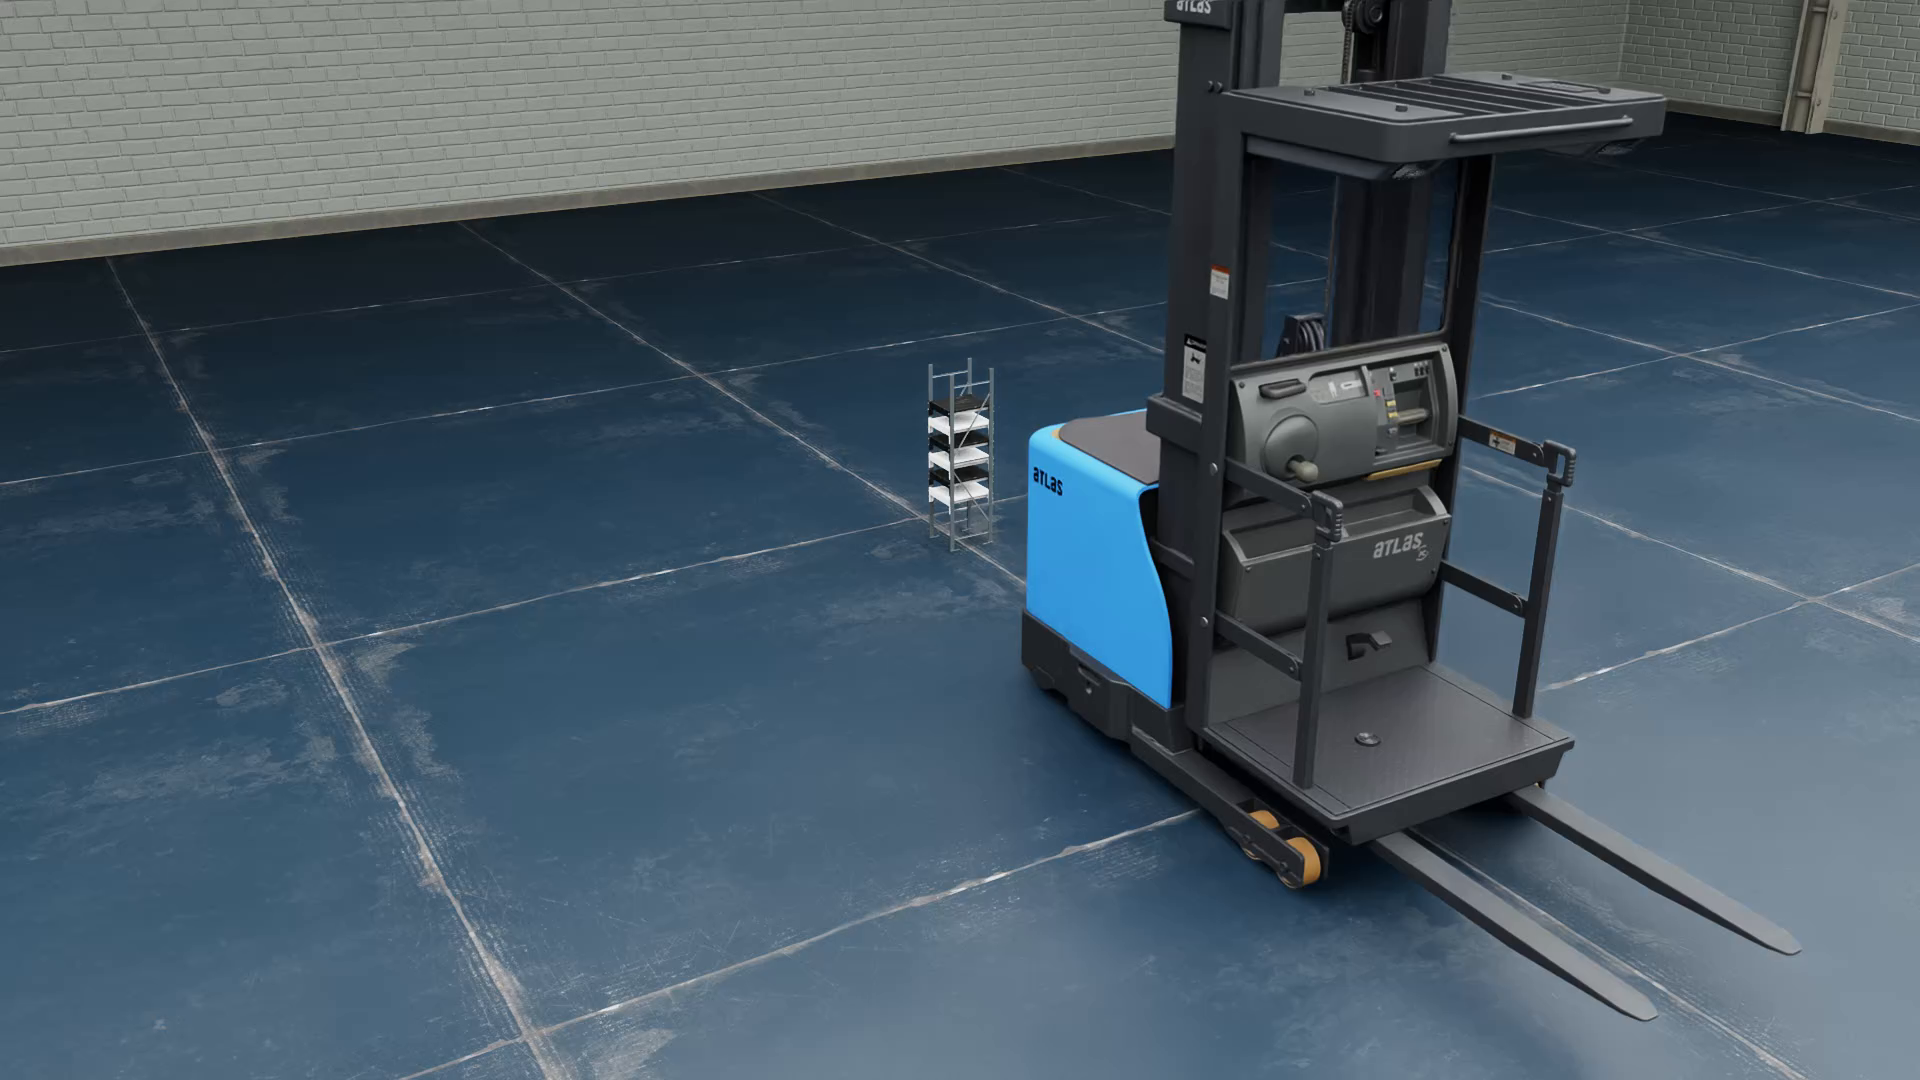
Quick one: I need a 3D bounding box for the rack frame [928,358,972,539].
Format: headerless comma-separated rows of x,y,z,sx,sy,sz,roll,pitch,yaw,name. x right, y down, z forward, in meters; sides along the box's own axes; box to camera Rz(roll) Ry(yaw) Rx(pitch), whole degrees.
-0.048,-0.447,8.217,0.240,0.900,0.006,-13,25,-28,rack frame

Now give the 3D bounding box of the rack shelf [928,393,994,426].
0.004,-0.633,8.046,0.258,0.077,0.200,-13,25,-28,rack shelf

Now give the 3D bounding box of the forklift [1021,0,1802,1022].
1.412,-0.405,5.416,1.130,2.935,3.031,-12,25,-27,forklift

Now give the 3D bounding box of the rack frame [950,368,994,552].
0.056,-0.381,8.055,0.240,0.900,0.006,-13,25,-28,rack frame

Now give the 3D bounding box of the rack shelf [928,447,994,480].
0.004,-0.383,8.148,0.258,0.077,0.200,-13,25,-28,rack shelf

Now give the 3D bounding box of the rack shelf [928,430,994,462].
0.004,-0.467,8.114,0.258,0.077,0.200,-13,25,-28,rack shelf

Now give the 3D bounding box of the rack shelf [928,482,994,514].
0.004,-0.217,8.216,0.258,0.077,0.200,-13,25,-28,rack shelf

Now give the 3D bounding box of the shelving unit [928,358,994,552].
0.004,-0.414,8.136,0.258,0.900,0.210,-13,25,-28,shelving unit

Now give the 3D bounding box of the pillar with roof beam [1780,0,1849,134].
6.948,-8.513,17.305,9.100,9.000,0.400,-13,25,-28,pillar with roof beam

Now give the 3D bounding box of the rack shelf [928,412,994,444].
0.004,-0.550,8.080,0.258,0.077,0.200,-13,25,-28,rack shelf

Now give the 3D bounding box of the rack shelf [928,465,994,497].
0.004,-0.300,8.182,0.258,0.077,0.200,-13,25,-28,rack shelf
